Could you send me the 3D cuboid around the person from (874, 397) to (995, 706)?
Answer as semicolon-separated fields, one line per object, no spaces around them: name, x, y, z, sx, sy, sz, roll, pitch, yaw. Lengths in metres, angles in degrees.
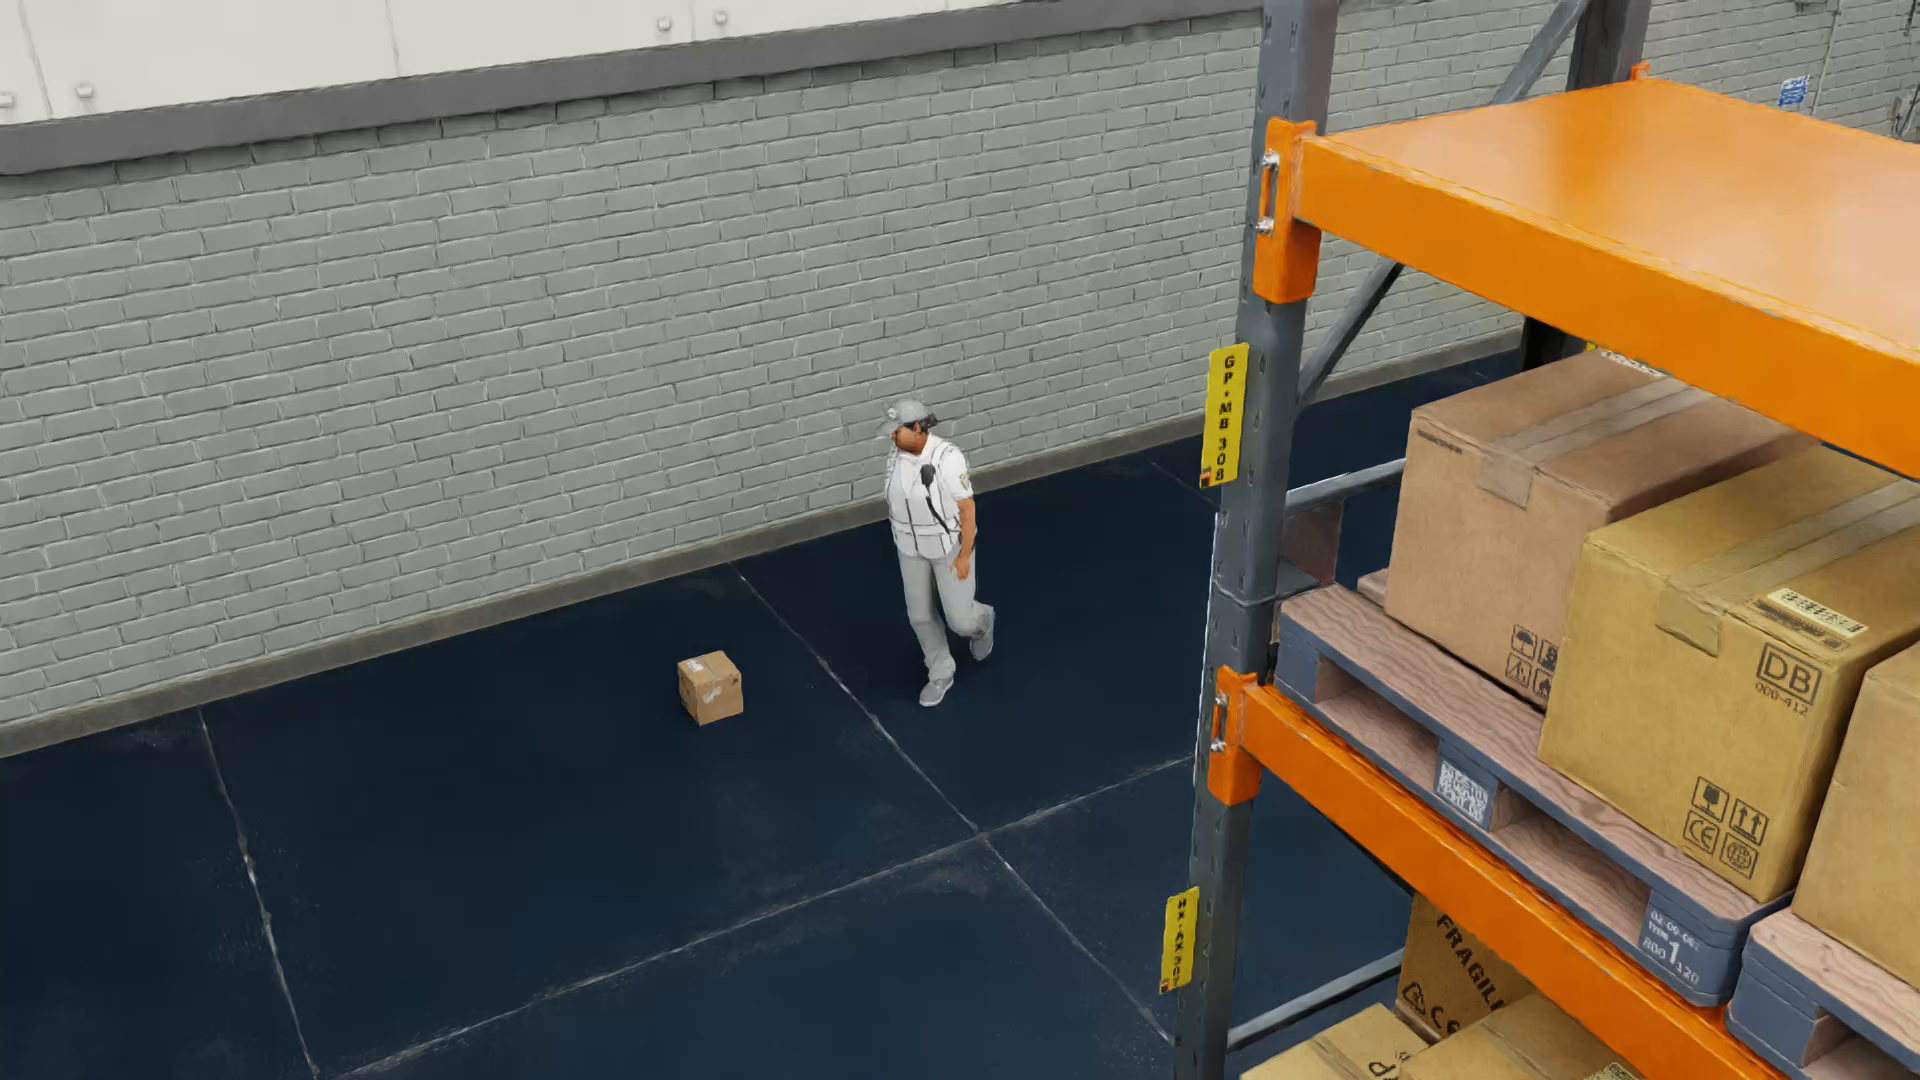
person;-0.112;0.019;8.545;0.548;1.630;0.609;15;32;24
